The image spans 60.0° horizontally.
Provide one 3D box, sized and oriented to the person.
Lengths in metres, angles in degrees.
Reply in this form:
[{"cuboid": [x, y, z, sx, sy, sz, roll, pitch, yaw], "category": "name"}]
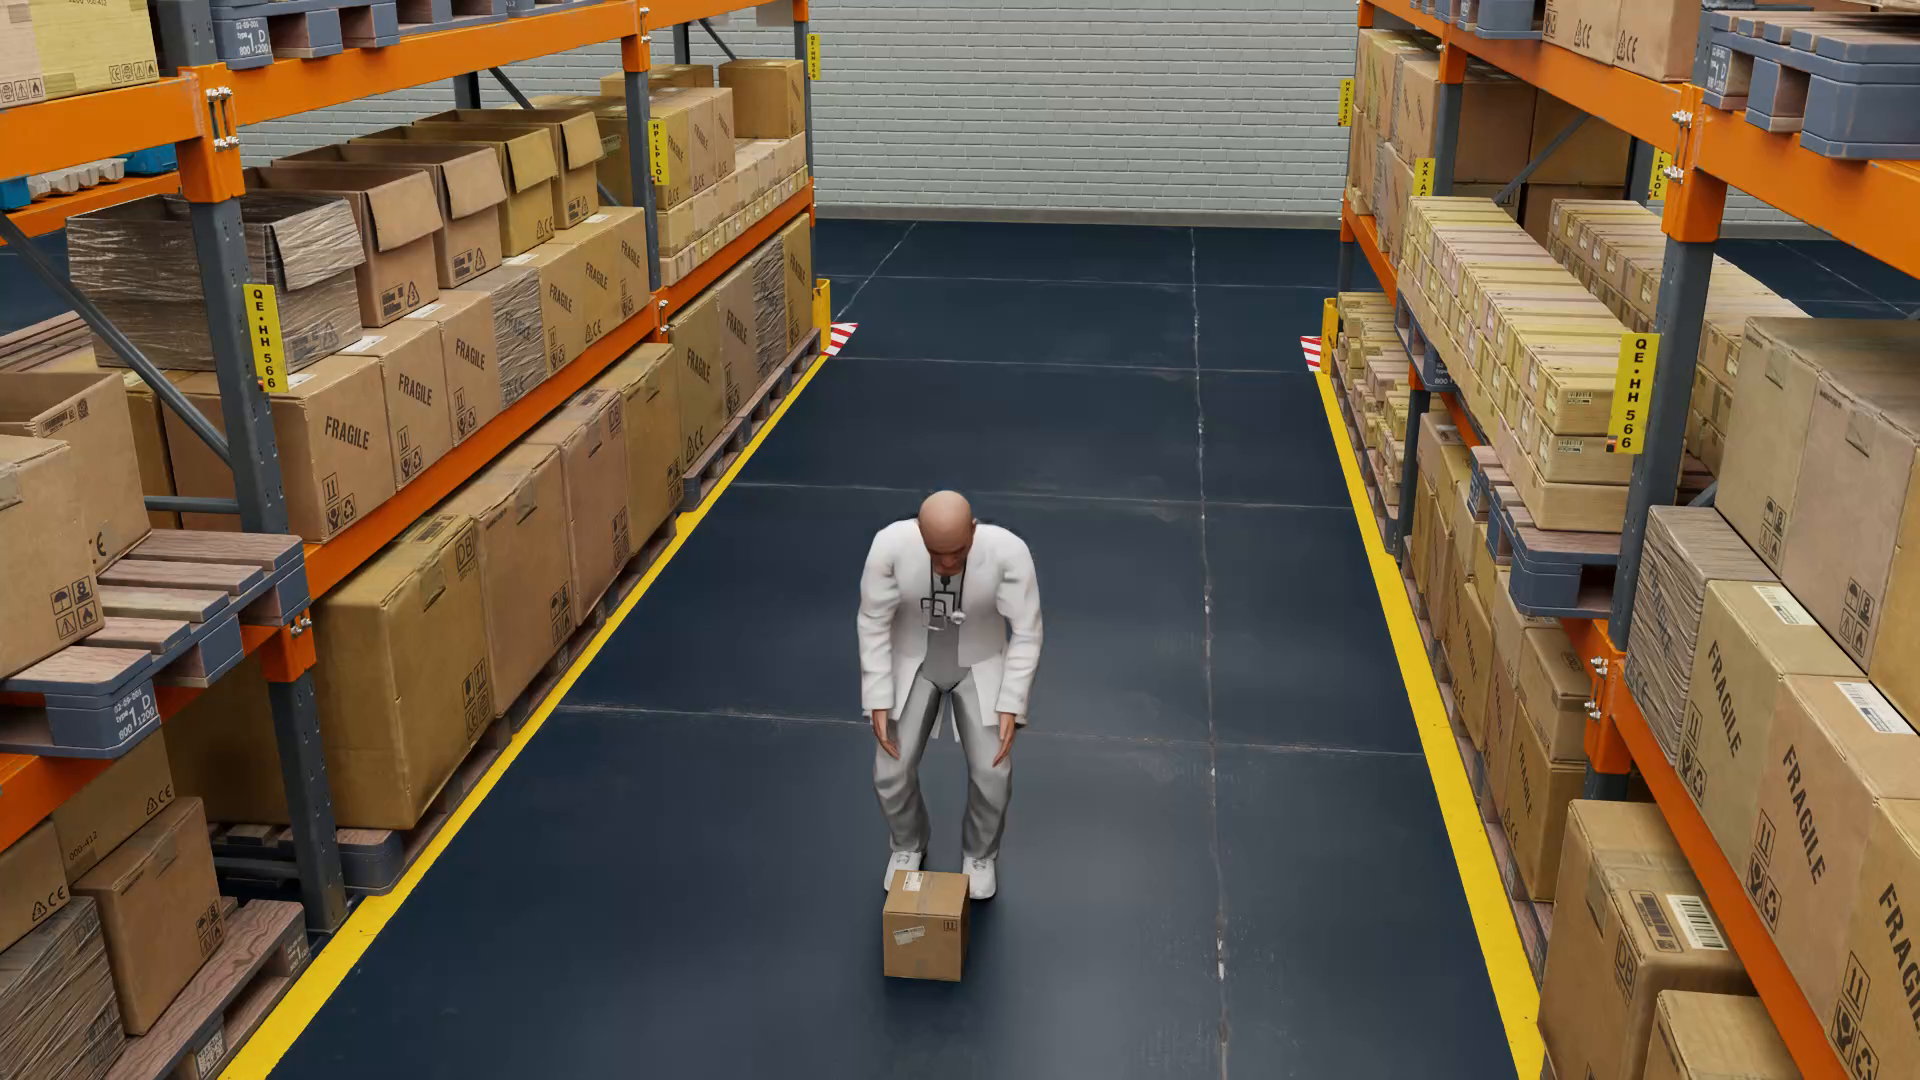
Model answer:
[{"cuboid": [-0.078, 0.915, 5.682, 0.580, 0.873, 0.928, 2, 21, 5], "category": "person"}]
